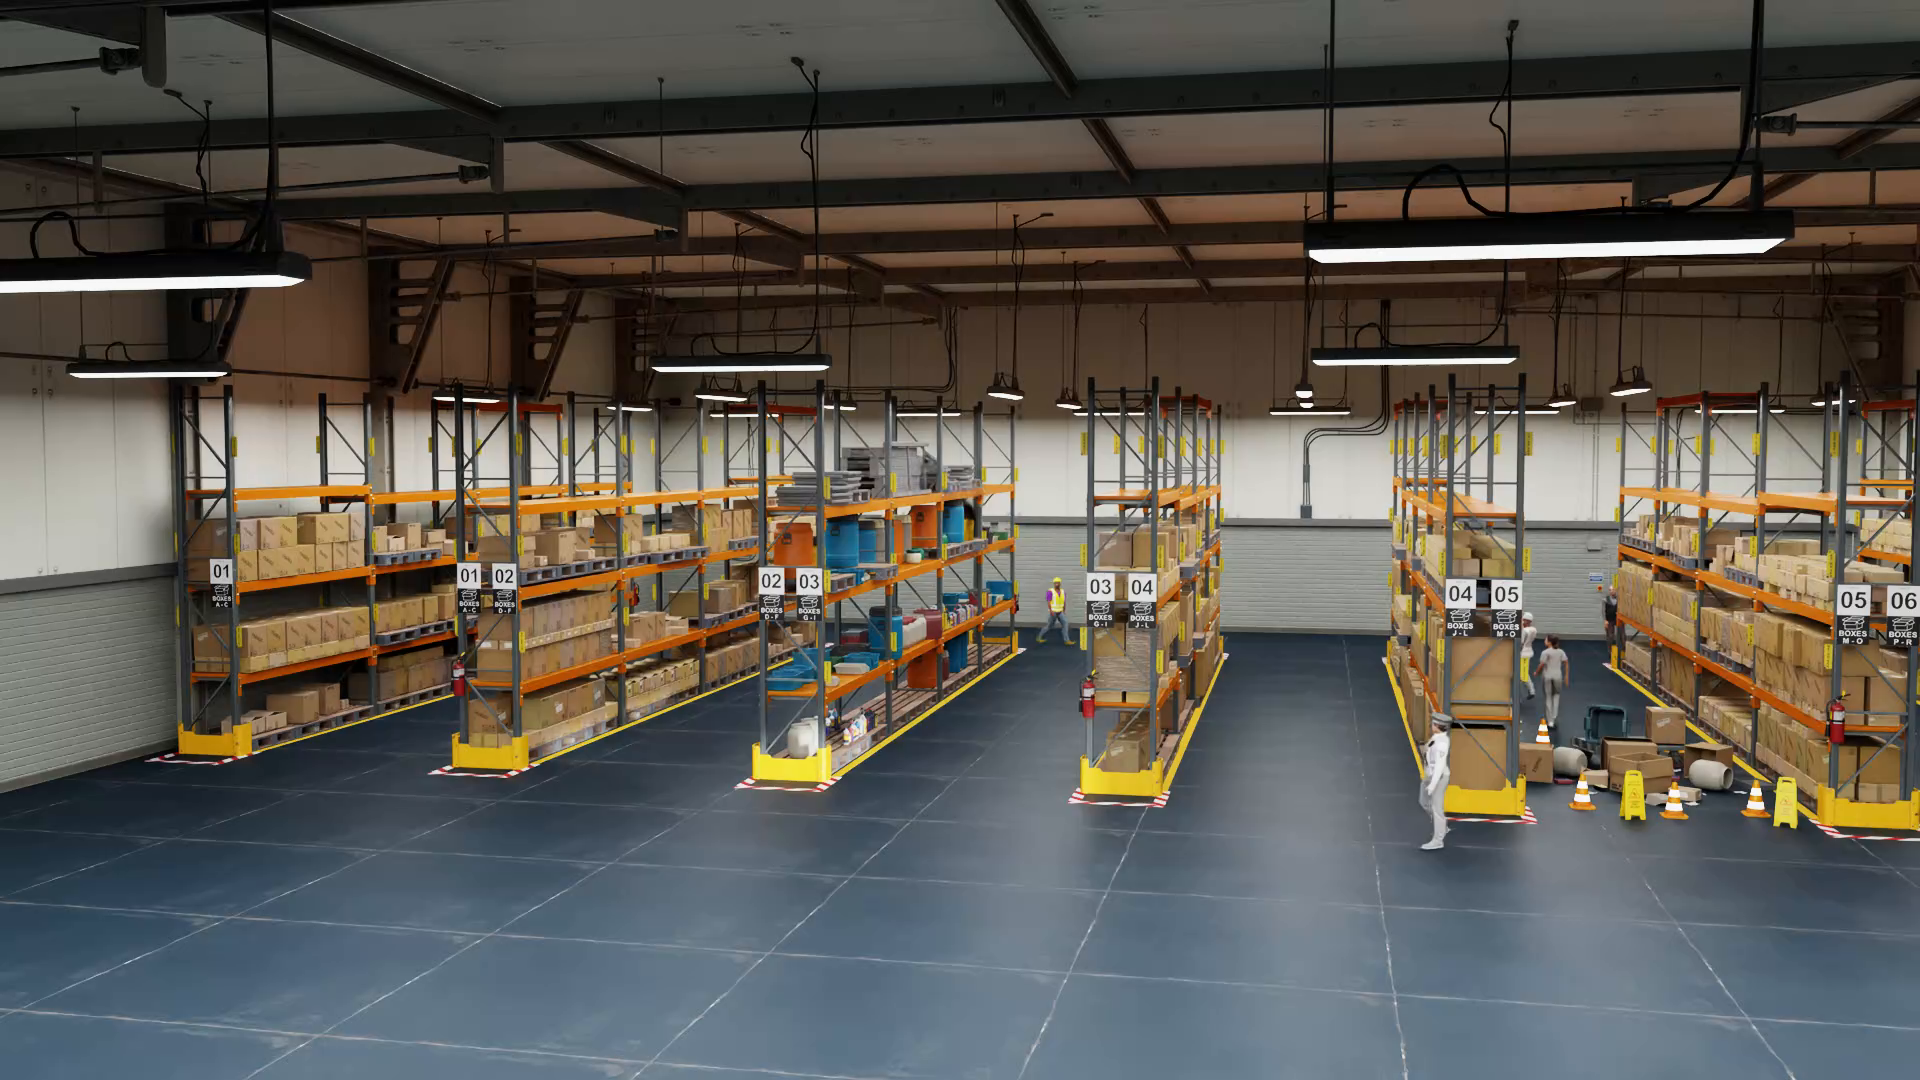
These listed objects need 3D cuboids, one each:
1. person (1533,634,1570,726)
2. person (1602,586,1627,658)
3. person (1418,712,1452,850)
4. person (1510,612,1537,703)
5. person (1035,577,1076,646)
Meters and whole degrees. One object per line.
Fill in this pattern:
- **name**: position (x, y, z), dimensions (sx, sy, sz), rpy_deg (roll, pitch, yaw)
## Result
- **person**: position (10.617, 2.532, 29.855), dimensions (0.616, 1.688, 0.627), rpy_deg (1, 3, 17)
- **person**: position (15.507, 1.945, 39.286), dimensions (0.640, 1.722, 0.414), rpy_deg (1, 3, 19)
- **person**: position (5.957, 2.990, 20.809), dimensions (0.454, 1.681, 0.574), rpy_deg (0, 3, -1)
- **person**: position (10.962, 2.293, 32.470), dimensions (0.601, 1.782, 0.543), rpy_deg (-2, 4, -30)
- **person**: position (2.421, 1.806, 41.965), dimensions (1.042, 1.723, 0.684), rpy_deg (2, 4, 29)
